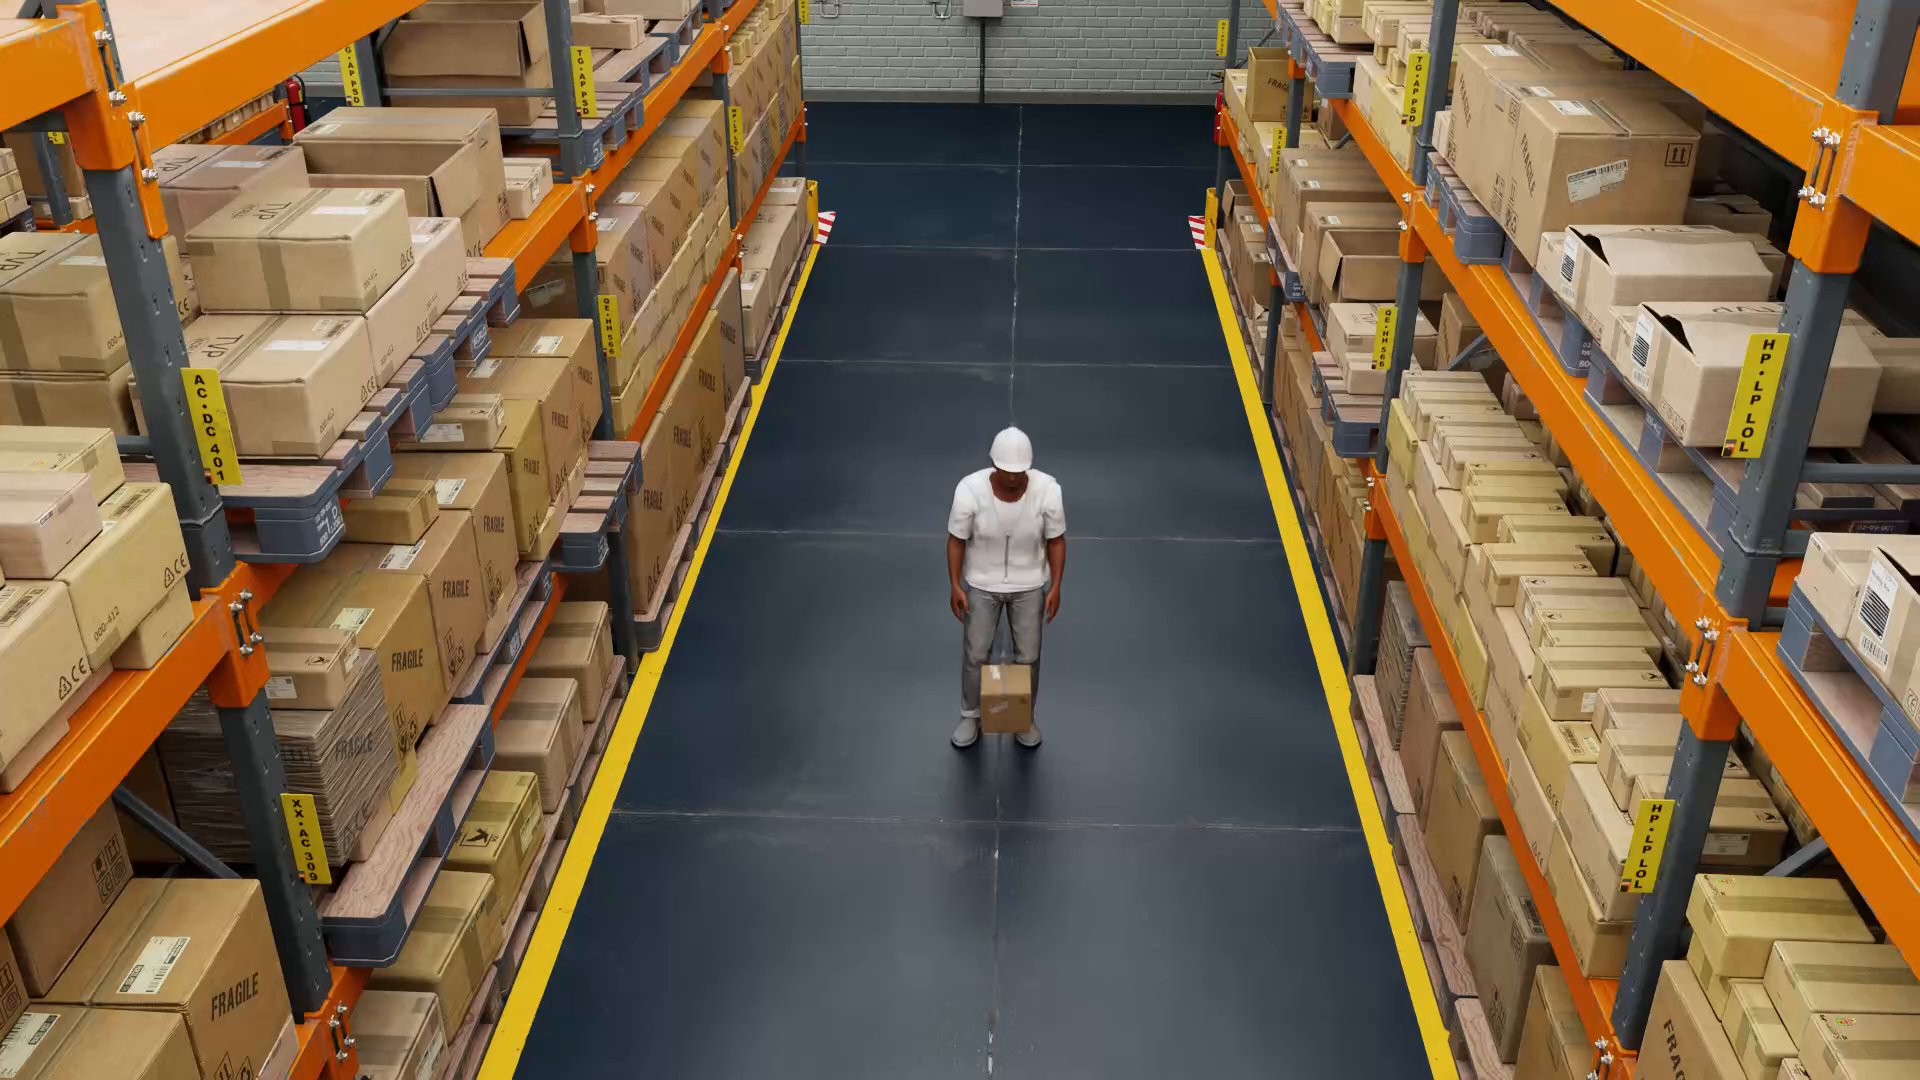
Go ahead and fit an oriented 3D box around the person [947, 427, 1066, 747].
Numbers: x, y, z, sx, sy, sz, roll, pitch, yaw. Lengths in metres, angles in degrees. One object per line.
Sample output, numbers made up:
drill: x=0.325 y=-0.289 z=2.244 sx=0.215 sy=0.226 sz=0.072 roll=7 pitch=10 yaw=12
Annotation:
person: x=0.232 y=0.229 z=8.397 sx=0.598 sy=1.763 sz=0.439 roll=0 pitch=28 yaw=0
